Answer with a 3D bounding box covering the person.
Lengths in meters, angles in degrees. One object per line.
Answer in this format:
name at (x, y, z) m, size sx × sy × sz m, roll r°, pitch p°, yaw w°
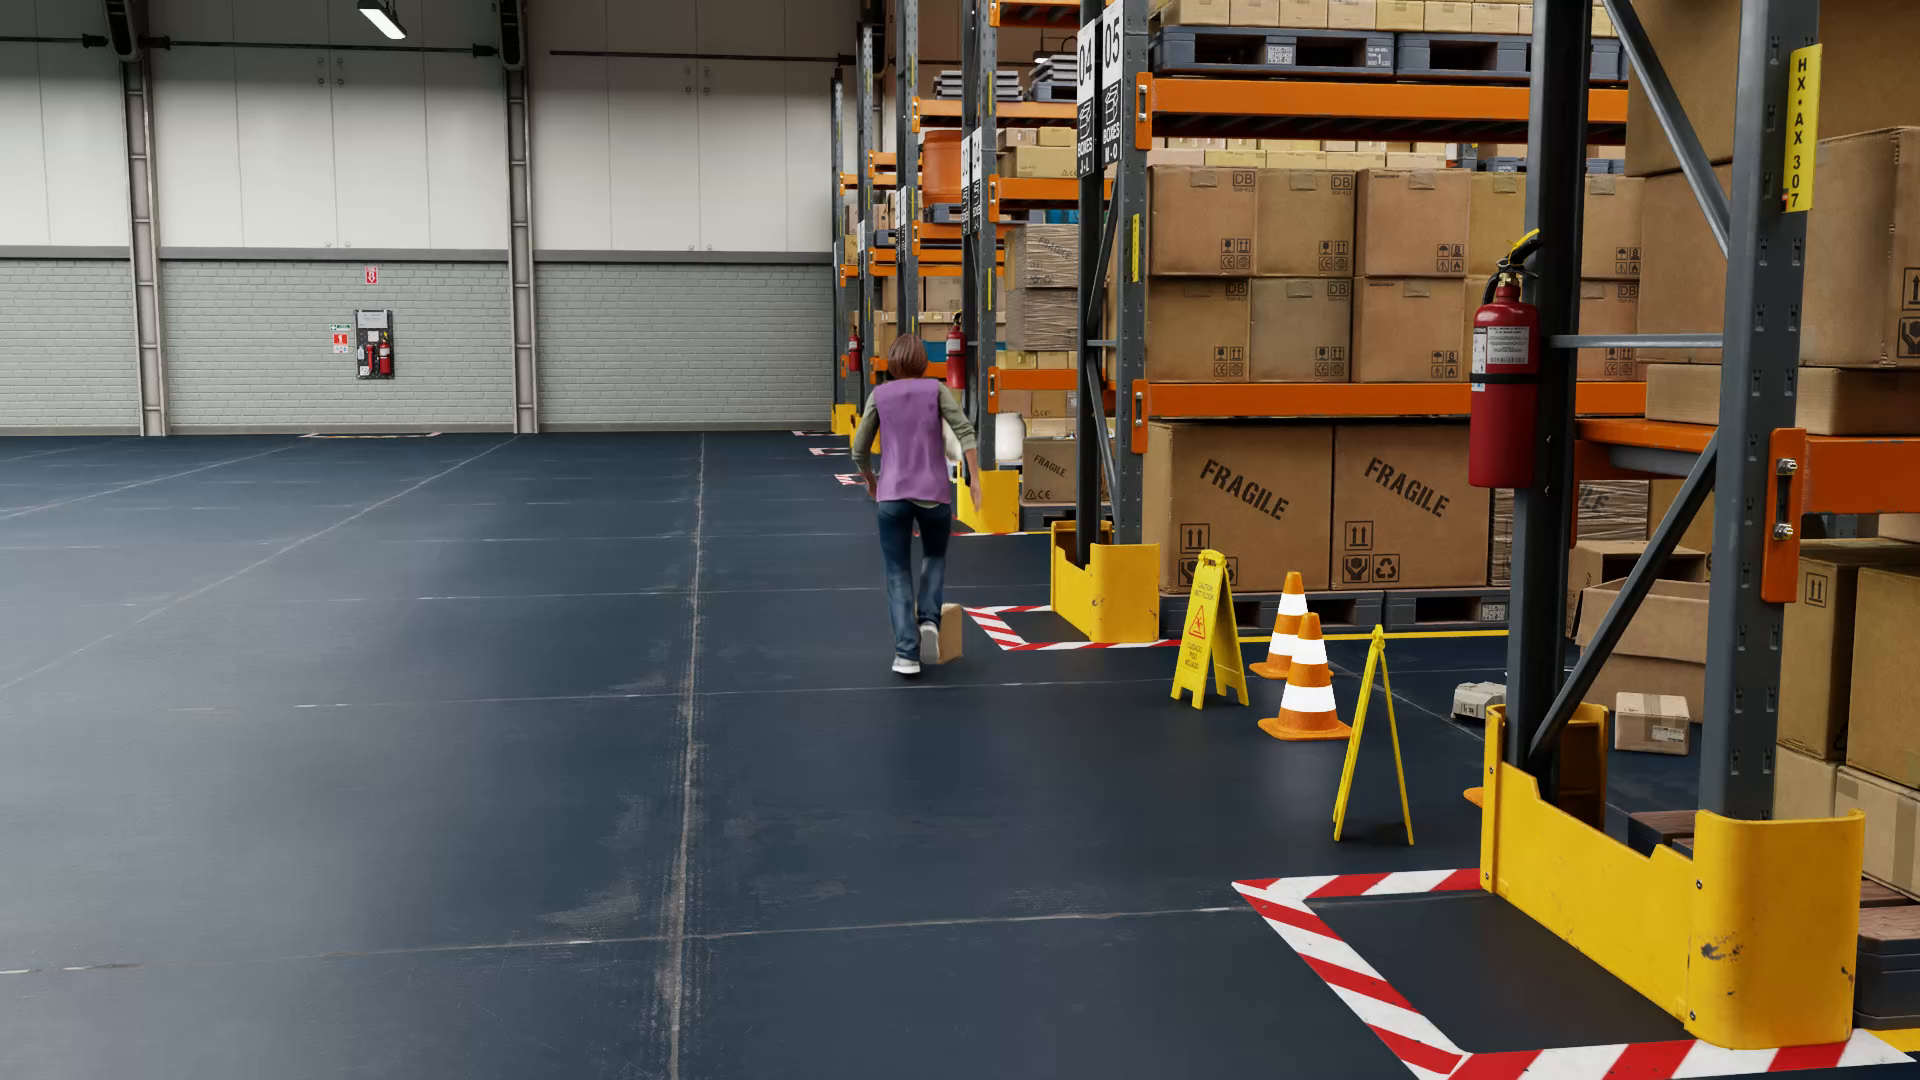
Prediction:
person at (-0.208, -0.175, 7.715) m, size 0.578 × 1.537 × 0.674 m, roll -1°, pitch 7°, yaw -5°
